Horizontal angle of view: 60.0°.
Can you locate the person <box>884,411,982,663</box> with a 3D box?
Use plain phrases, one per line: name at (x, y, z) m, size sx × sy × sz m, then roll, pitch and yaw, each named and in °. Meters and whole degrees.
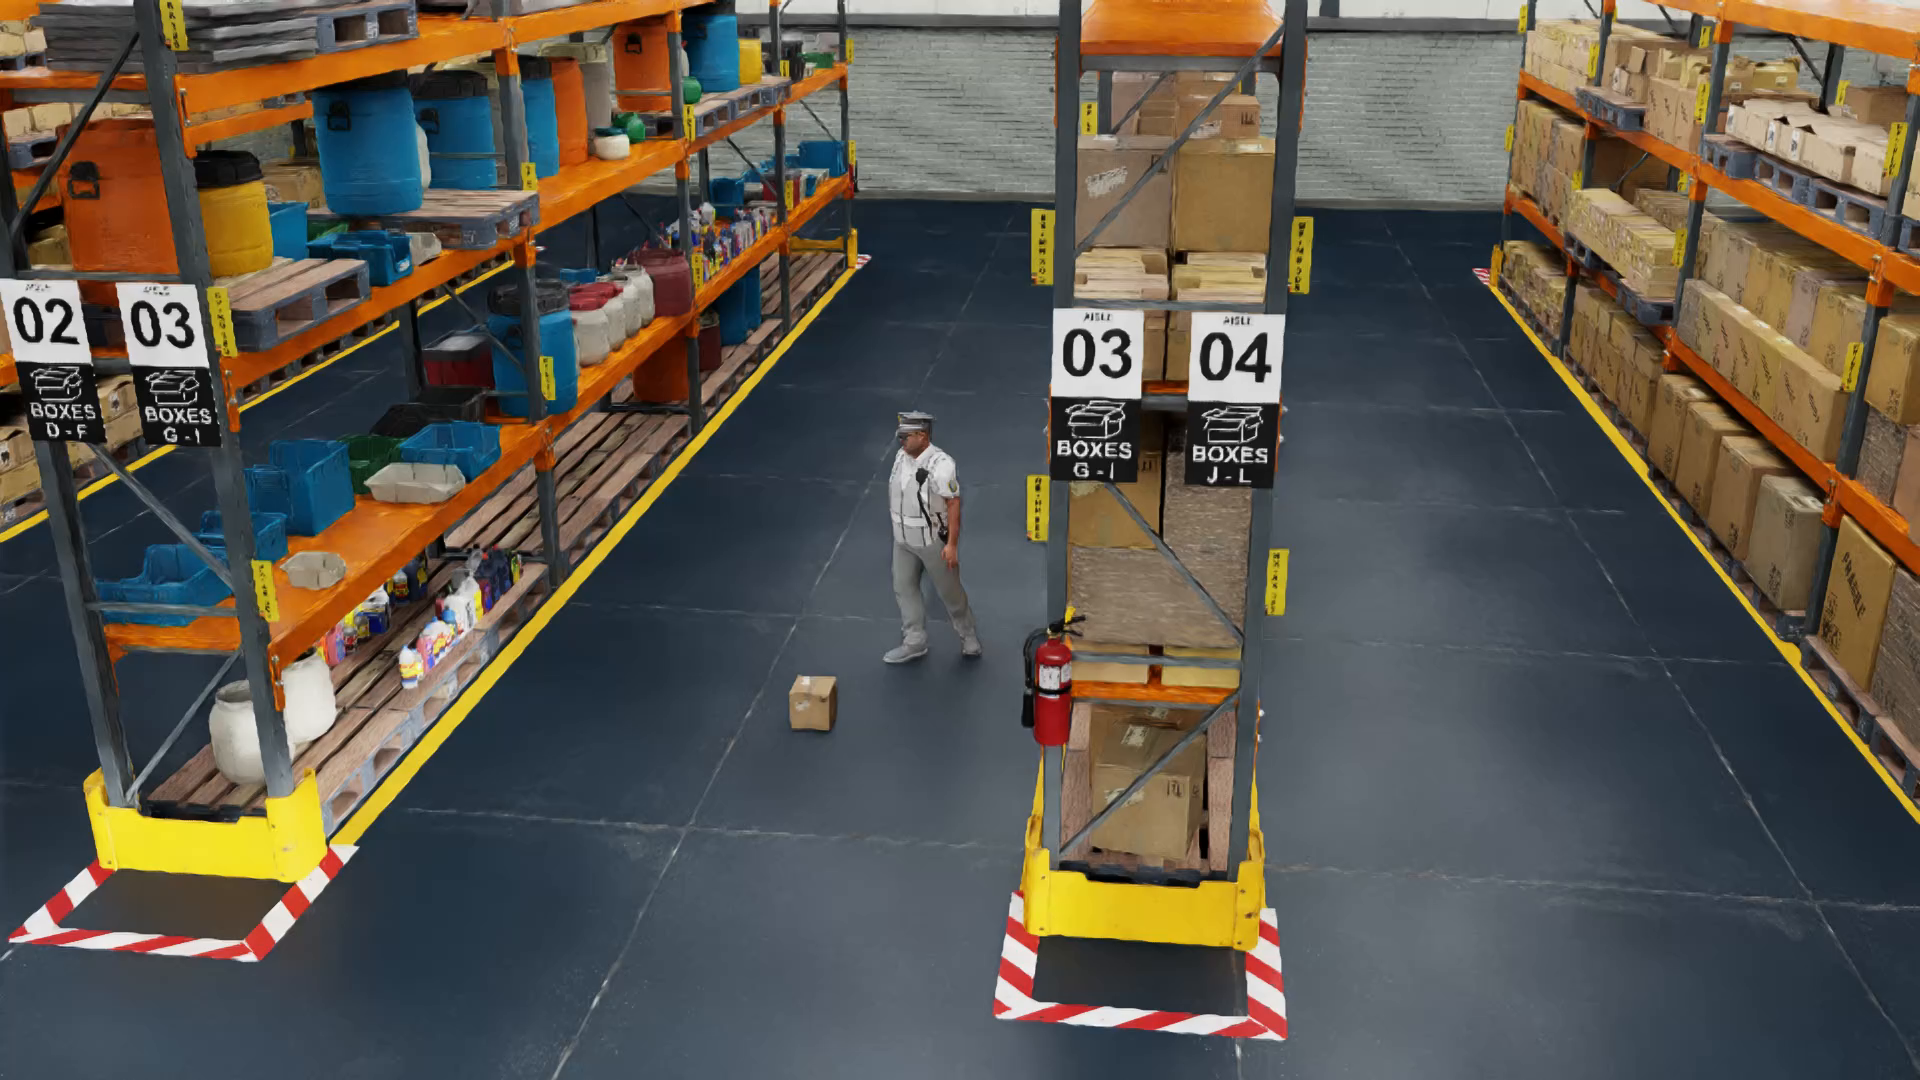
person at (-0.185, -0.024, 11.139) m, size 0.609 × 1.739 × 0.628 m, roll 17°, pitch 27°, yaw 37°
